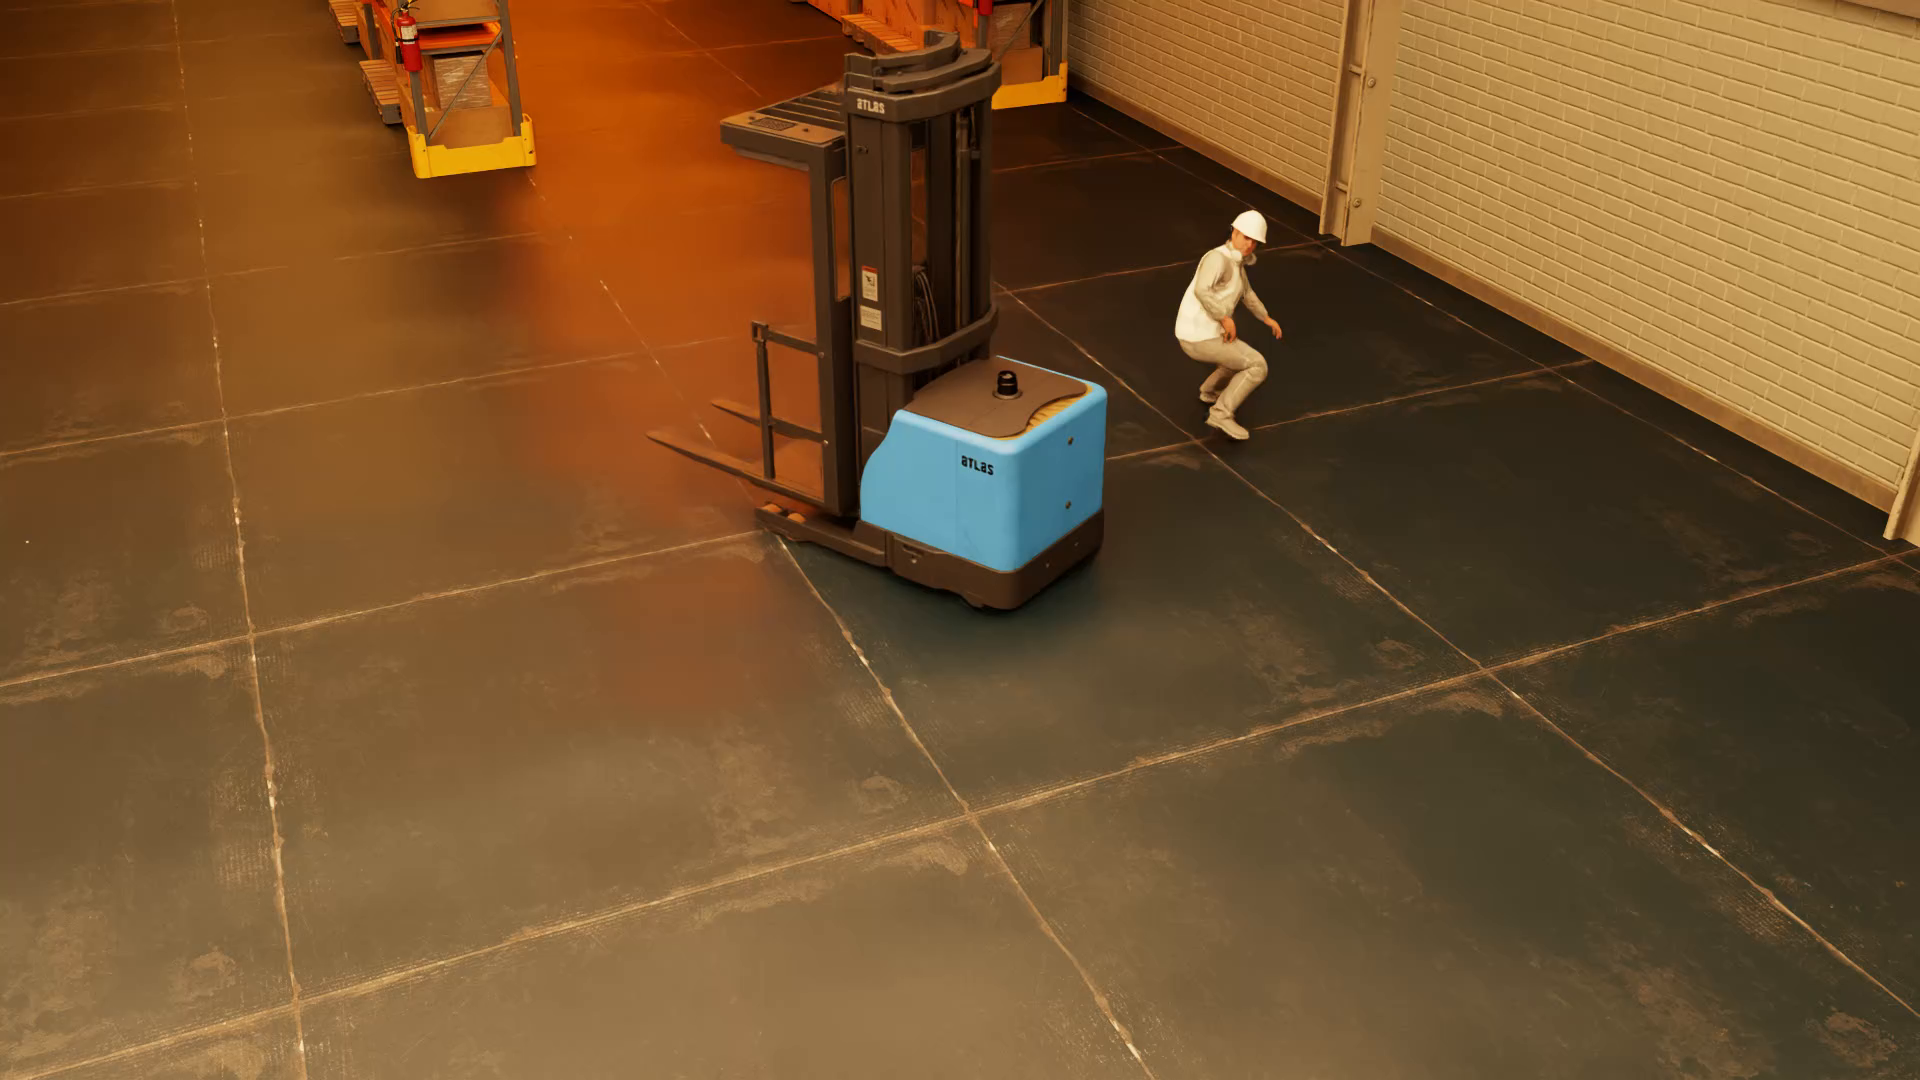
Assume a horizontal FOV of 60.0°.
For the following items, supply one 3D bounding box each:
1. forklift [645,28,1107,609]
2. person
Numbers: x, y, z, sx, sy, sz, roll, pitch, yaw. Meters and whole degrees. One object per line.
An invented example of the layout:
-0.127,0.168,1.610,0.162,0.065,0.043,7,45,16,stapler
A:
-0.638,-1.456,9.667,3.031,2.935,1.130,20,35,31,forklift
1.799,-1.435,11.122,0.691,1.548,0.881,7,30,11,person
